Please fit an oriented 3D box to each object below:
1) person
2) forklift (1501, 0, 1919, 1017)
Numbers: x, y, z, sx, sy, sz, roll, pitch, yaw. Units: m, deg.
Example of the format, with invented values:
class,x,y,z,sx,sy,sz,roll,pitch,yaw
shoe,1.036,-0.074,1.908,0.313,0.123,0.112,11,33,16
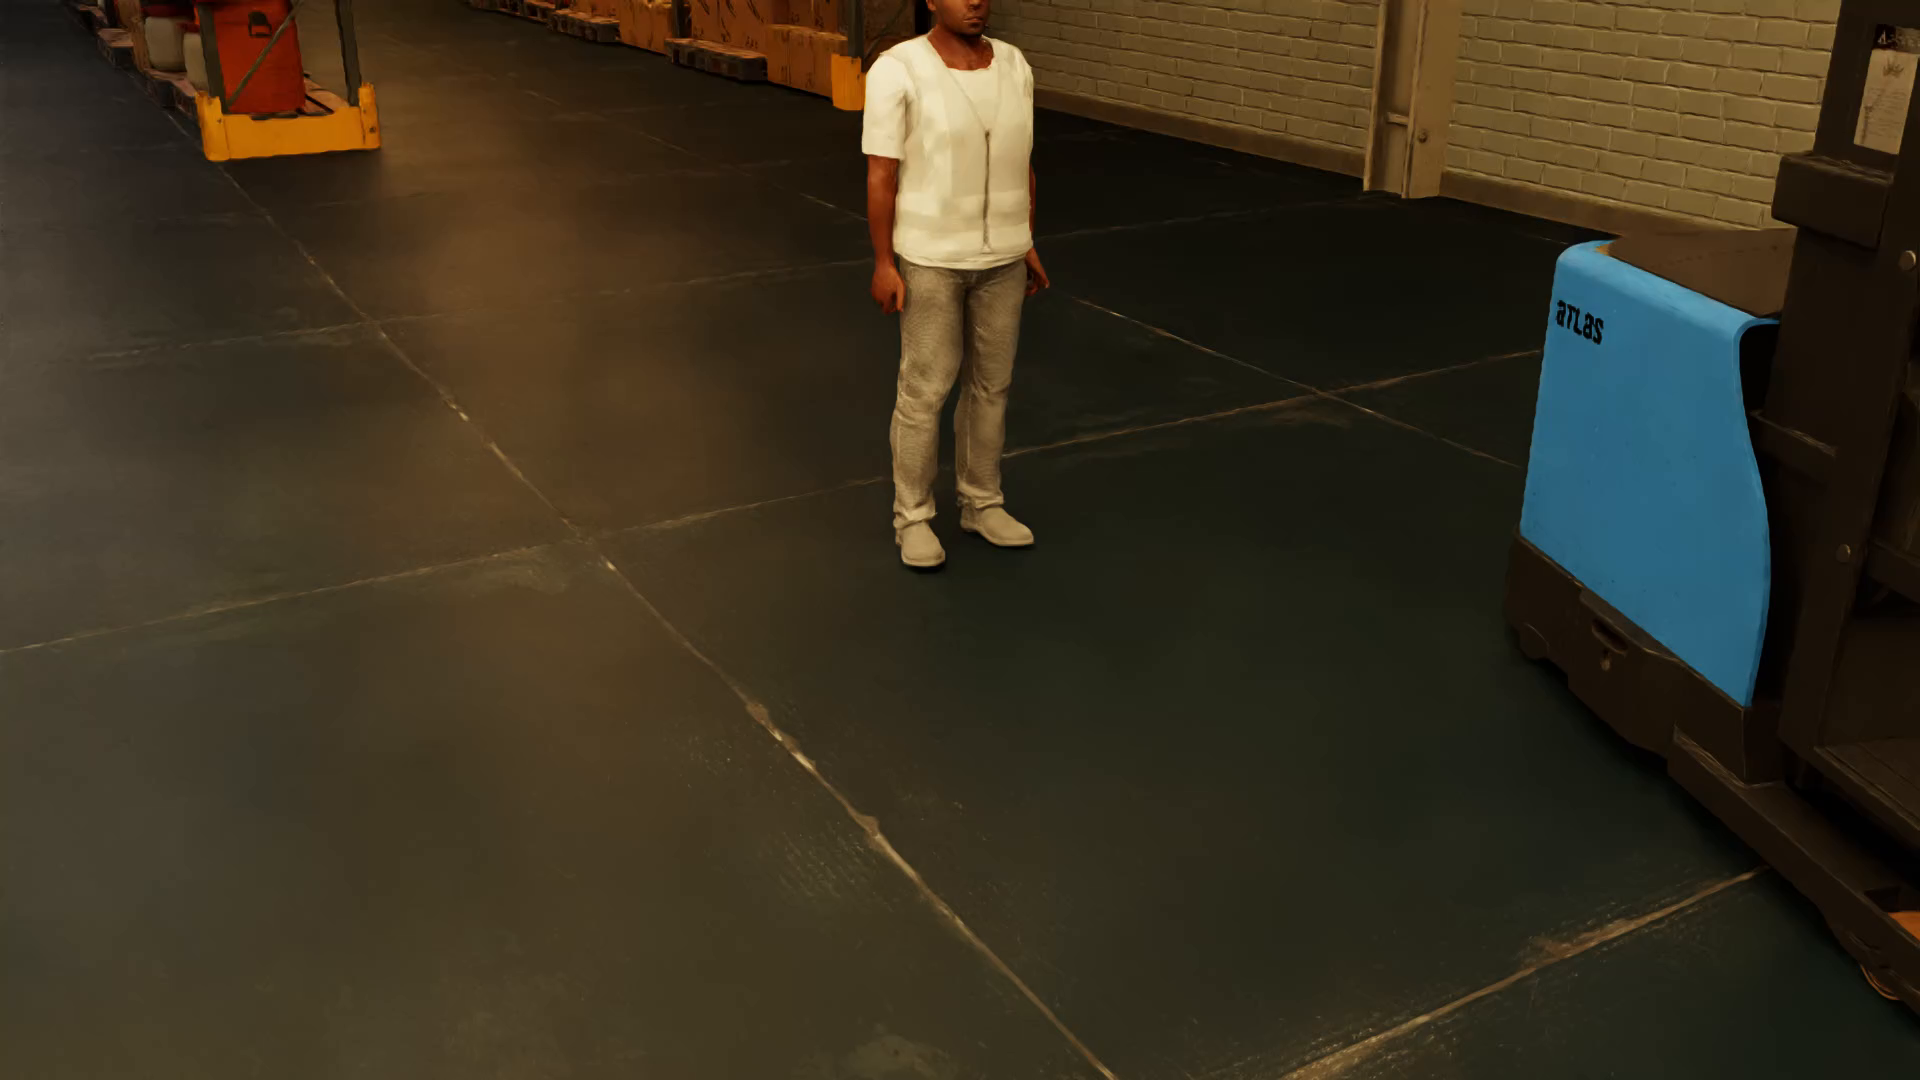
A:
class,x,y,z,sx,sy,sz,roll,pitch,yaw
person,0.007,-0.814,4.789,0.559,1.771,0.367,-12,25,-28
forklift,2.216,-0.584,2.698,1.130,2.935,3.031,-4,23,-9
